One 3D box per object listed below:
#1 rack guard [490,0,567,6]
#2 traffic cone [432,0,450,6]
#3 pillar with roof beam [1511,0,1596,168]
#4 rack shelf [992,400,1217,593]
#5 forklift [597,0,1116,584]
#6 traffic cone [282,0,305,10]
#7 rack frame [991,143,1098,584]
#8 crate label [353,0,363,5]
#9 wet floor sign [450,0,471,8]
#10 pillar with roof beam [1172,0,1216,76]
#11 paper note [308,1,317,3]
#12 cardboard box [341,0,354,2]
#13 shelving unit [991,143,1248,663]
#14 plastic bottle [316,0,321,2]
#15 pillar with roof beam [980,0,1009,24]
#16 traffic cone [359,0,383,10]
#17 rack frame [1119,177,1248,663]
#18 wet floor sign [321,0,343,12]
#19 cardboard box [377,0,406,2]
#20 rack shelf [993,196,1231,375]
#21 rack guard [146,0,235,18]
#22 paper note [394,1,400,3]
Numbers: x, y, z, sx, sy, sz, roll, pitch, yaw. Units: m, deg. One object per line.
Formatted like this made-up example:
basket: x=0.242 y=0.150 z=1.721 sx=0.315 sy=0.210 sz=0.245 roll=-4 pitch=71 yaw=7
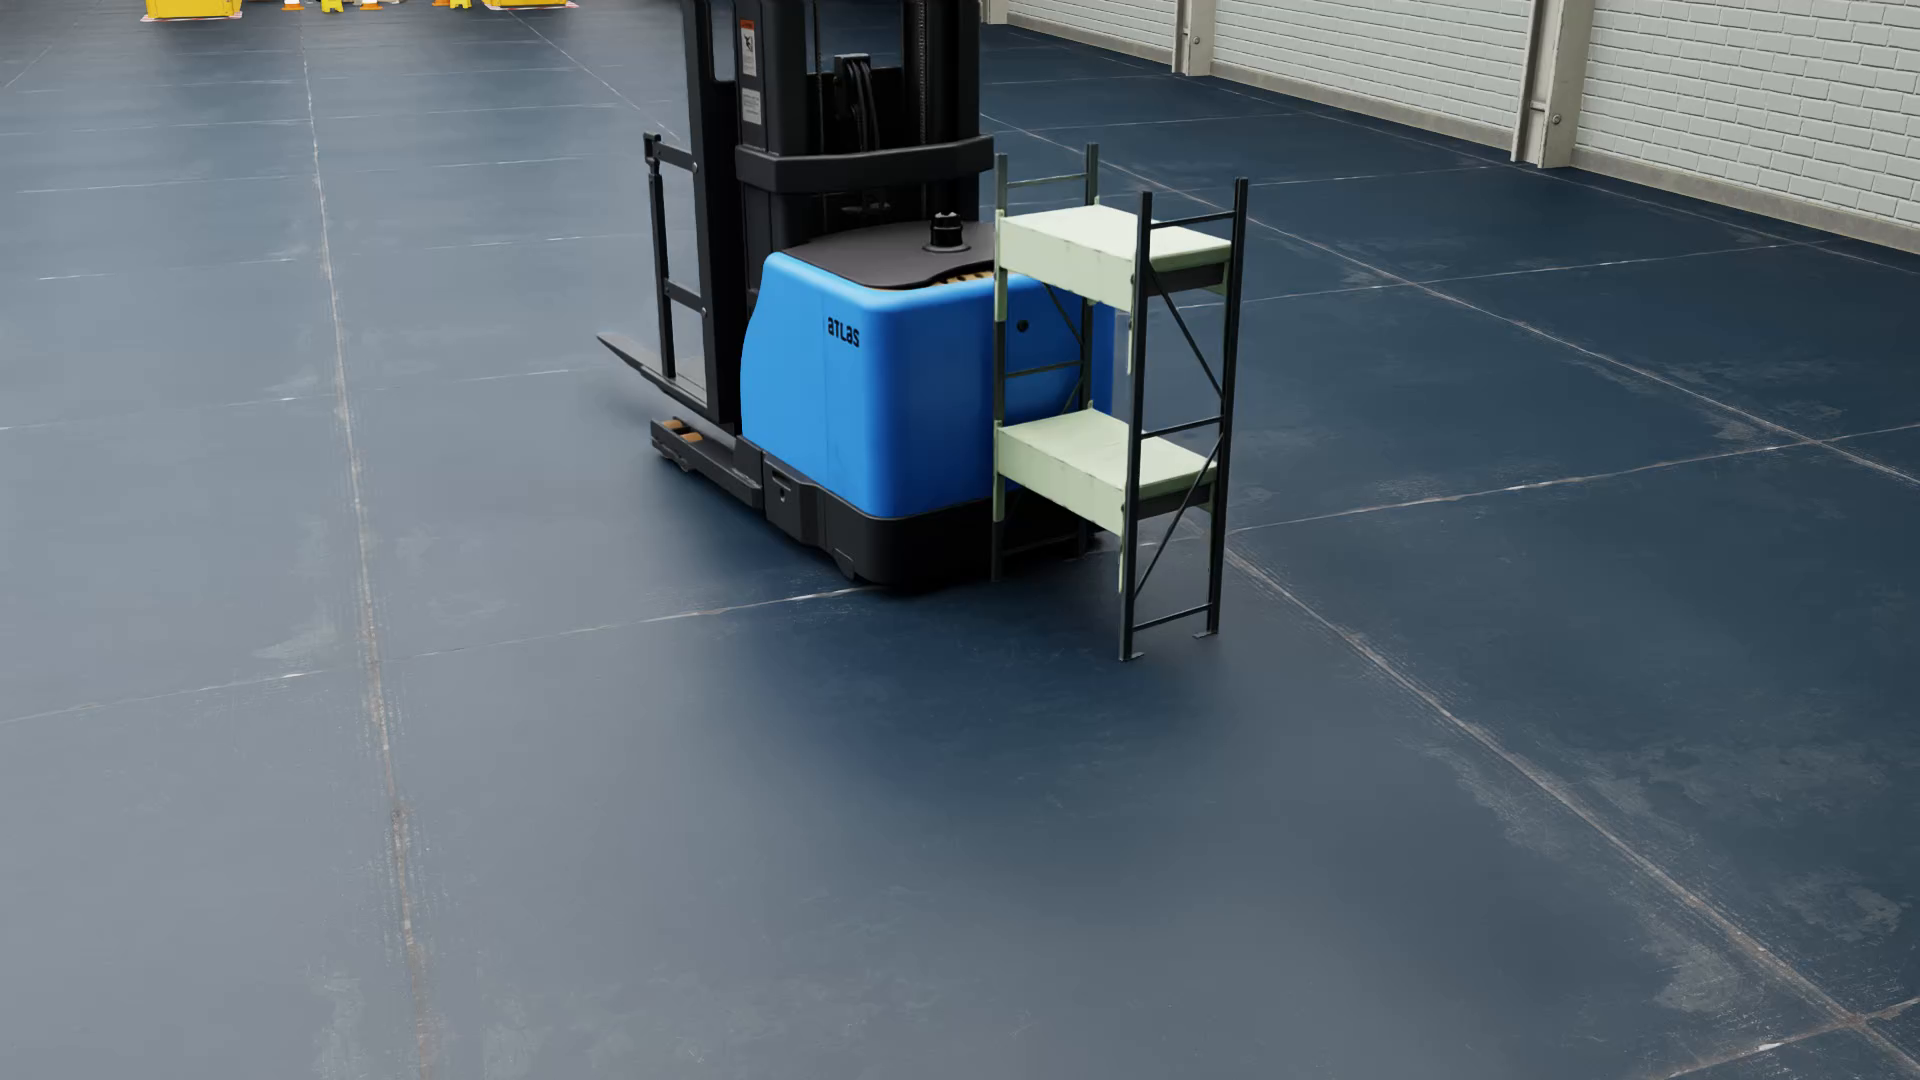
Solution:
rack guard: x=-6.898 y=-8.806 z=26.498 sx=1.175 sy=0.500 sz=0.348 roll=-8 pitch=24 yaw=-19
traffic cone: x=-8.230 y=-8.740 z=26.391 sx=0.336 sy=0.463 sz=0.334 roll=-8 pitch=24 yaw=-19
pillar with roof beam: x=0.700 y=-6.622 z=10.376 sx=9.100 sy=9.000 sz=0.400 roll=-8 pitch=24 yaw=-19
rack shelf: x=0.484 y=-0.162 z=5.543 sx=0.431 sy=0.370 sz=0.720 roll=-14 pitch=27 yaw=-30
forklift: x=-0.655 y=-1.721 z=6.558 sx=1.130 sy=2.935 sz=3.031 roll=-14 pitch=27 yaw=-30
traffic cone: x=-10.326 y=-8.433 z=25.662 sx=0.336 sy=0.463 sz=0.334 roll=-8 pitch=24 yaw=-19
rack frame: x=0.285 y=-0.582 z=5.700 sx=0.400 sy=1.500 sz=0.023 roll=-14 pitch=27 yaw=-30
crate label: x=-9.484 y=-8.591 z=26.457 sx=0.298 sy=0.136 sz=0.250 roll=18 pitch=29 yaw=36
wet floor sign: x=-7.805 y=-8.629 z=25.893 sx=0.267 sy=0.644 sz=0.232 roll=0 pitch=23 yaw=-1
pillar with roof beam: x=-1.420 y=-8.803 z=15.549 sx=9.100 sy=9.000 sz=0.400 roll=-8 pitch=24 yaw=-19
paper note: x=-10.417 y=-8.633 z=26.694 sx=0.144 sy=0.017 sz=0.142 roll=0 pitch=23 yaw=-1
cardboard box: x=-9.860 y=-9.070 z=27.122 sx=0.637 sy=0.503 sz=0.797 roll=12 pitch=26 yaw=27
shelving unit: x=0.484 y=-0.463 z=5.417 sx=0.431 sy=1.500 sz=0.755 roll=-14 pitch=27 yaw=-30
plastic bottle: x=-10.373 y=-8.782 z=27.007 sx=0.133 sy=0.061 sz=0.283 roll=-18 pitch=29 yaw=-37
pillar with roof beam: x=-3.540 y=-10.983 z=20.721 sx=9.100 sy=9.000 sz=0.400 roll=-8 pitch=24 yaw=-19
traffic cone: x=-9.148 y=-8.464 z=25.736 sx=0.336 sy=0.463 sz=0.334 roll=-8 pitch=24 yaw=-19
rack frame: x=0.683 y=-0.343 z=5.134 sx=0.400 sy=1.500 sz=0.023 roll=-14 pitch=27 yaw=-30
wet floor sign: x=-9.604 y=-8.390 z=25.326 sx=0.267 sy=0.644 sz=0.232 roll=-13 pitch=26 yaw=-28
cardboard box: x=-9.224 y=-8.815 z=26.973 sx=0.380 sy=0.149 sz=0.250 roll=4 pitch=23 yaw=9
rack shelf: x=0.484 y=-0.822 z=5.265 sx=0.431 sy=0.370 sz=0.720 roll=-14 pitch=27 yaw=-30
rack guard: x=-11.458 y=-8.053 z=24.714 sx=1.175 sy=0.500 sz=0.348 roll=-8 pitch=24 yaw=-19
paper note: x=-9.067 y=-8.632 z=26.691 sx=0.148 sy=0.019 sz=0.142 roll=-18 pitch=29 yaw=-37
